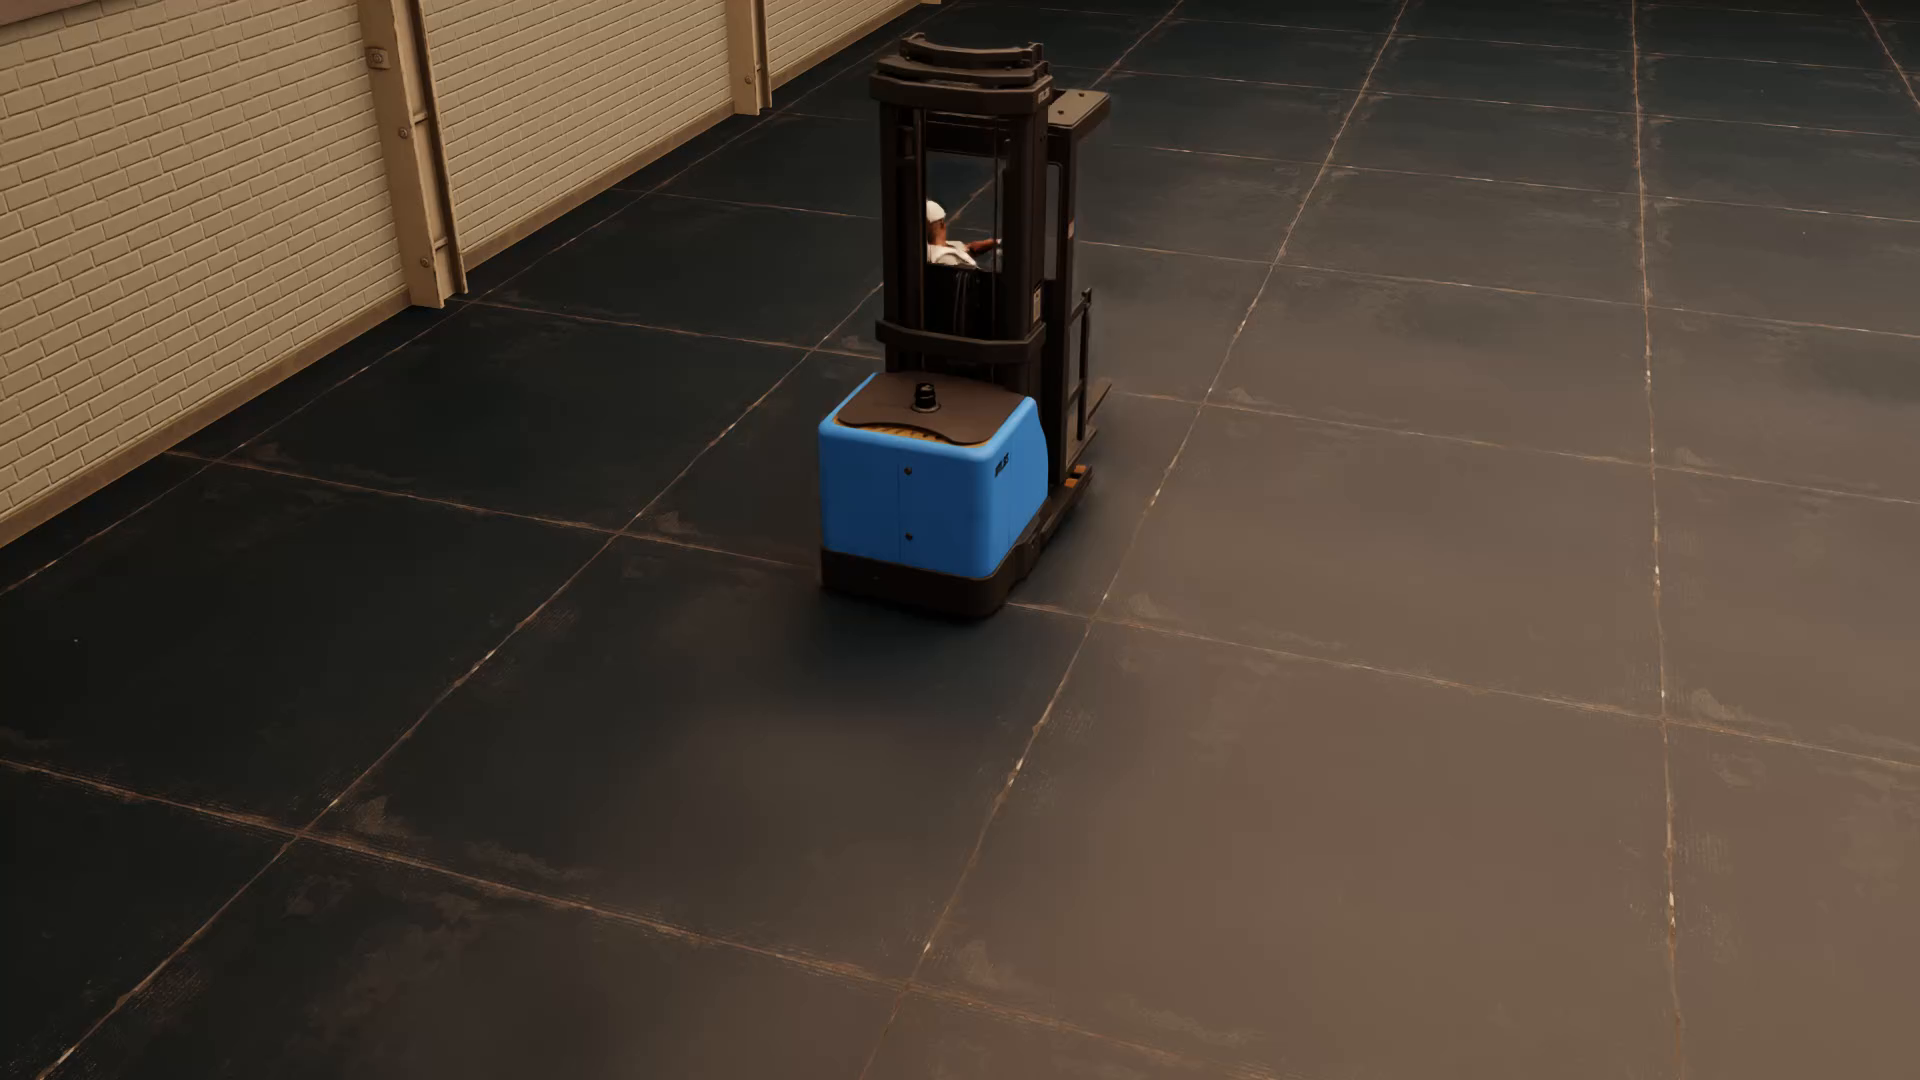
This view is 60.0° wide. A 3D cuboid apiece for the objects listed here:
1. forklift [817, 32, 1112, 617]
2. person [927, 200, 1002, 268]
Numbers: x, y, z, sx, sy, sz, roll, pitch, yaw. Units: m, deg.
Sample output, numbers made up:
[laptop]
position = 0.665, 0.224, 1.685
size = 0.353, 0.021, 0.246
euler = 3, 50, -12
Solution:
[forklift]
position = 0.206, -1.563, 9.879
size = 1.130, 2.935, 3.031
euler = 11, 31, 18
[person]
position = 0.120, -1.447, 10.982
size = 0.840, 1.563, 0.938
euler = -20, 35, -31
